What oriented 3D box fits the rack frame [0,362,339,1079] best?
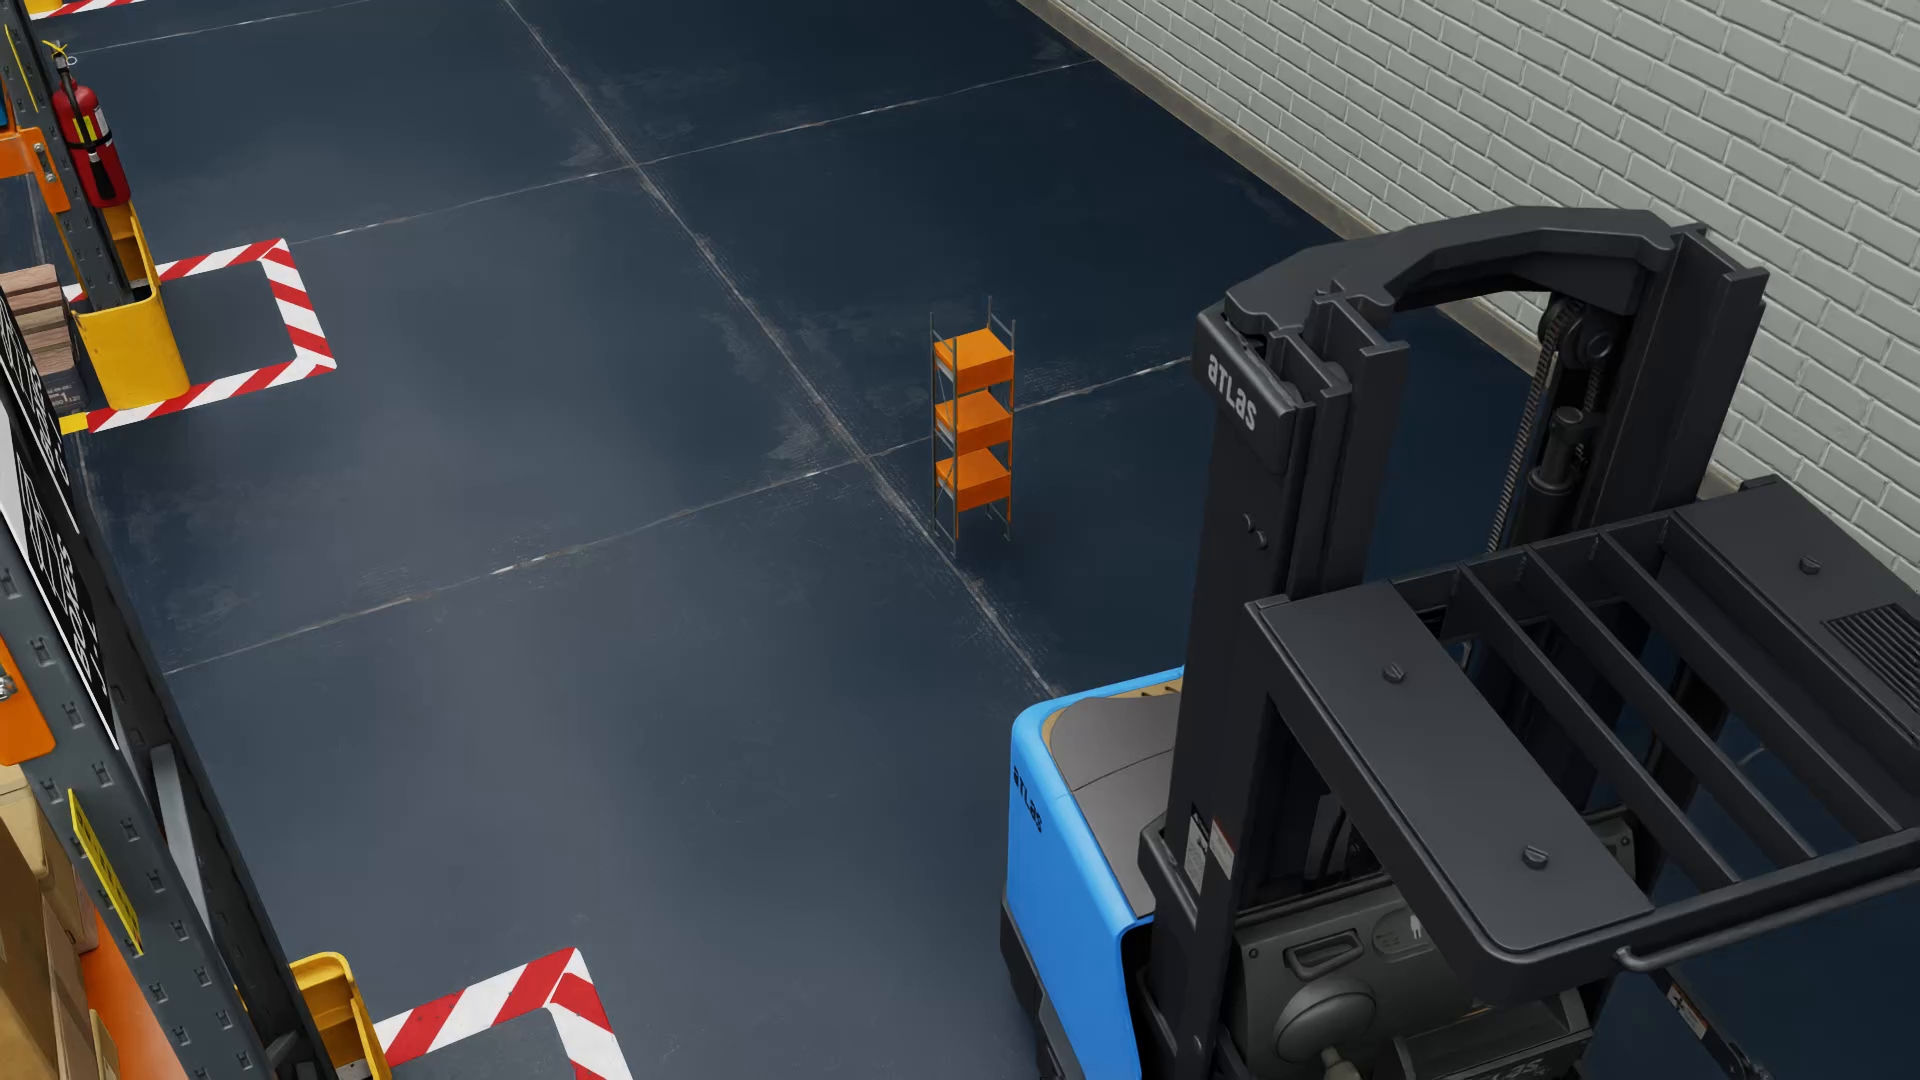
[{"bbox_3d":[-1.626,0.762,3.528,0.053,2.616,0.949,-19,44,-21],"label":"rack frame"}]

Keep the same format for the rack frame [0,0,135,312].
[{"bbox_3d":[-3.916,-2.078,6.884,0.127,3.000,1.000,-19,44,-21],"label":"rack frame"}]

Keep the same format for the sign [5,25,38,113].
[{"bbox_3d":[-3.647,-1.830,6.464,0.005,0.325,0.100,-19,44,-21],"label":"sign"}]

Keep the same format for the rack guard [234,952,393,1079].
[{"bbox_3d":[-1.607,1.707,4.347,0.348,0.500,1.175,-19,44,-21],"label":"rack guard"}]

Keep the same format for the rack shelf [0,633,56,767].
[{"bbox_3d":[-3.402,0.486,2.089,4.000,0.370,1.077,-19,44,-21],"label":"rack shelf"}]

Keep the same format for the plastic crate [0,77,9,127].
[{"bbox_3d":[-4.126,-1.908,6.608,0.499,0.435,0.616,-19,44,-21],"label":"plastic crate"}]

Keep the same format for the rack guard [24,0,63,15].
[{"bbox_3d":[-6.268,-3.941,11.019,0.348,0.500,1.175,-19,44,-21],"label":"rack guard"}]

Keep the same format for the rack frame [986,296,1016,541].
[{"bbox_3d":[0.156,-0.453,6.473,0.008,1.050,0.200,-19,44,-21],"label":"rack frame"}]

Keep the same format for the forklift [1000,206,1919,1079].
[{"bbox_3d":[1.085,0.961,3.346,1.130,2.935,3.031,-13,42,-14],"label":"forklift"}]

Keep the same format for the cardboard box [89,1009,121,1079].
[{"bbox_3d":[-1.792,1.151,3.263,0.250,0.149,0.380,-18,43,-20],"label":"cardboard box"}]

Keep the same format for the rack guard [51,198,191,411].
[{"bbox_3d":[-3.900,-1.139,7.708,0.348,0.500,1.175,-19,44,-21],"label":"rack guard"}]

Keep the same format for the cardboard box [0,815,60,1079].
[{"bbox_3d":[-1.939,0.713,2.891,0.500,0.500,0.500,-18,43,-20],"label":"cardboard box"}]

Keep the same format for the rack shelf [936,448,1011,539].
[{"bbox_3d":[0.047,-0.196,6.616,0.240,0.259,0.215,-19,44,-21],"label":"rack shelf"}]

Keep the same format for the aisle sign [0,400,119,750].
[{"bbox_3d":[-1.425,-0.082,2.513,0.004,0.787,0.394,-19,44,-21],"label":"aisle sign"}]

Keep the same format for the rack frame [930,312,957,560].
[{"bbox_3d":[-0.061,-0.380,6.387,0.008,1.050,0.200,-19,44,-21],"label":"rack frame"}]

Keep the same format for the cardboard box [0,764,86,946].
[{"bbox_3d":[-2.178,0.692,3.496,0.500,0.250,0.500,-20,44,-22],"label":"cardboard box"}]

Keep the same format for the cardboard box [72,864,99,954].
[{"bbox_3d":[-2.095,0.773,3.710,0.250,0.149,0.380,-18,43,-20],"label":"cardboard box"}]

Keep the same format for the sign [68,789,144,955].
[{"bbox_3d":[-1.390,0.543,2.708,0.005,0.325,0.100,-19,44,-21],"label":"sign"}]

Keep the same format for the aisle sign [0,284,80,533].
[{"bbox_3d":[-1.703,-0.426,2.919,0.004,0.787,0.394,-19,44,-21],"label":"aisle sign"}]

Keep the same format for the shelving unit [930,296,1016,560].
[{"bbox_3d":[0.047,-0.417,6.430,0.252,1.050,0.215,-19,44,-21],"label":"shelving unit"}]

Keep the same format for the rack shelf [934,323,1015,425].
[{"bbox_3d":[0.047,-0.625,6.253,0.240,0.259,0.215,-19,44,-21],"label":"rack shelf"}]

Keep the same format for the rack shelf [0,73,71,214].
[{"bbox_3d":[-5.690,-1.207,6.411,4.000,0.370,1.077,-19,44,-21],"label":"rack shelf"}]

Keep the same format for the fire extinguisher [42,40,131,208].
[{"bbox_3d":[-3.572,-1.691,6.775,0.183,0.674,0.296,-19,44,-21],"label":"fire extinguisher"}]

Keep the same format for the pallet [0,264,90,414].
[{"bbox_3d":[-4.665,-0.790,7.520,1.213,0.211,1.003,-19,44,-21],"label":"pallet"}]

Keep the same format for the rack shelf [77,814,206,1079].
[{"bbox_3d":[-3.402,1.631,3.058,4.000,0.370,1.077,-19,44,-21],"label":"rack shelf"}]

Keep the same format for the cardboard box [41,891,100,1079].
[{"bbox_3d":[-1.935,1.000,3.132,0.500,0.250,0.500,-19,44,-21],"label":"cardboard box"}]

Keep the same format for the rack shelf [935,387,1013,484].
[{"bbox_3d":[0.047,-0.409,6.436,0.240,0.259,0.215,-19,44,-21],"label":"rack shelf"}]
